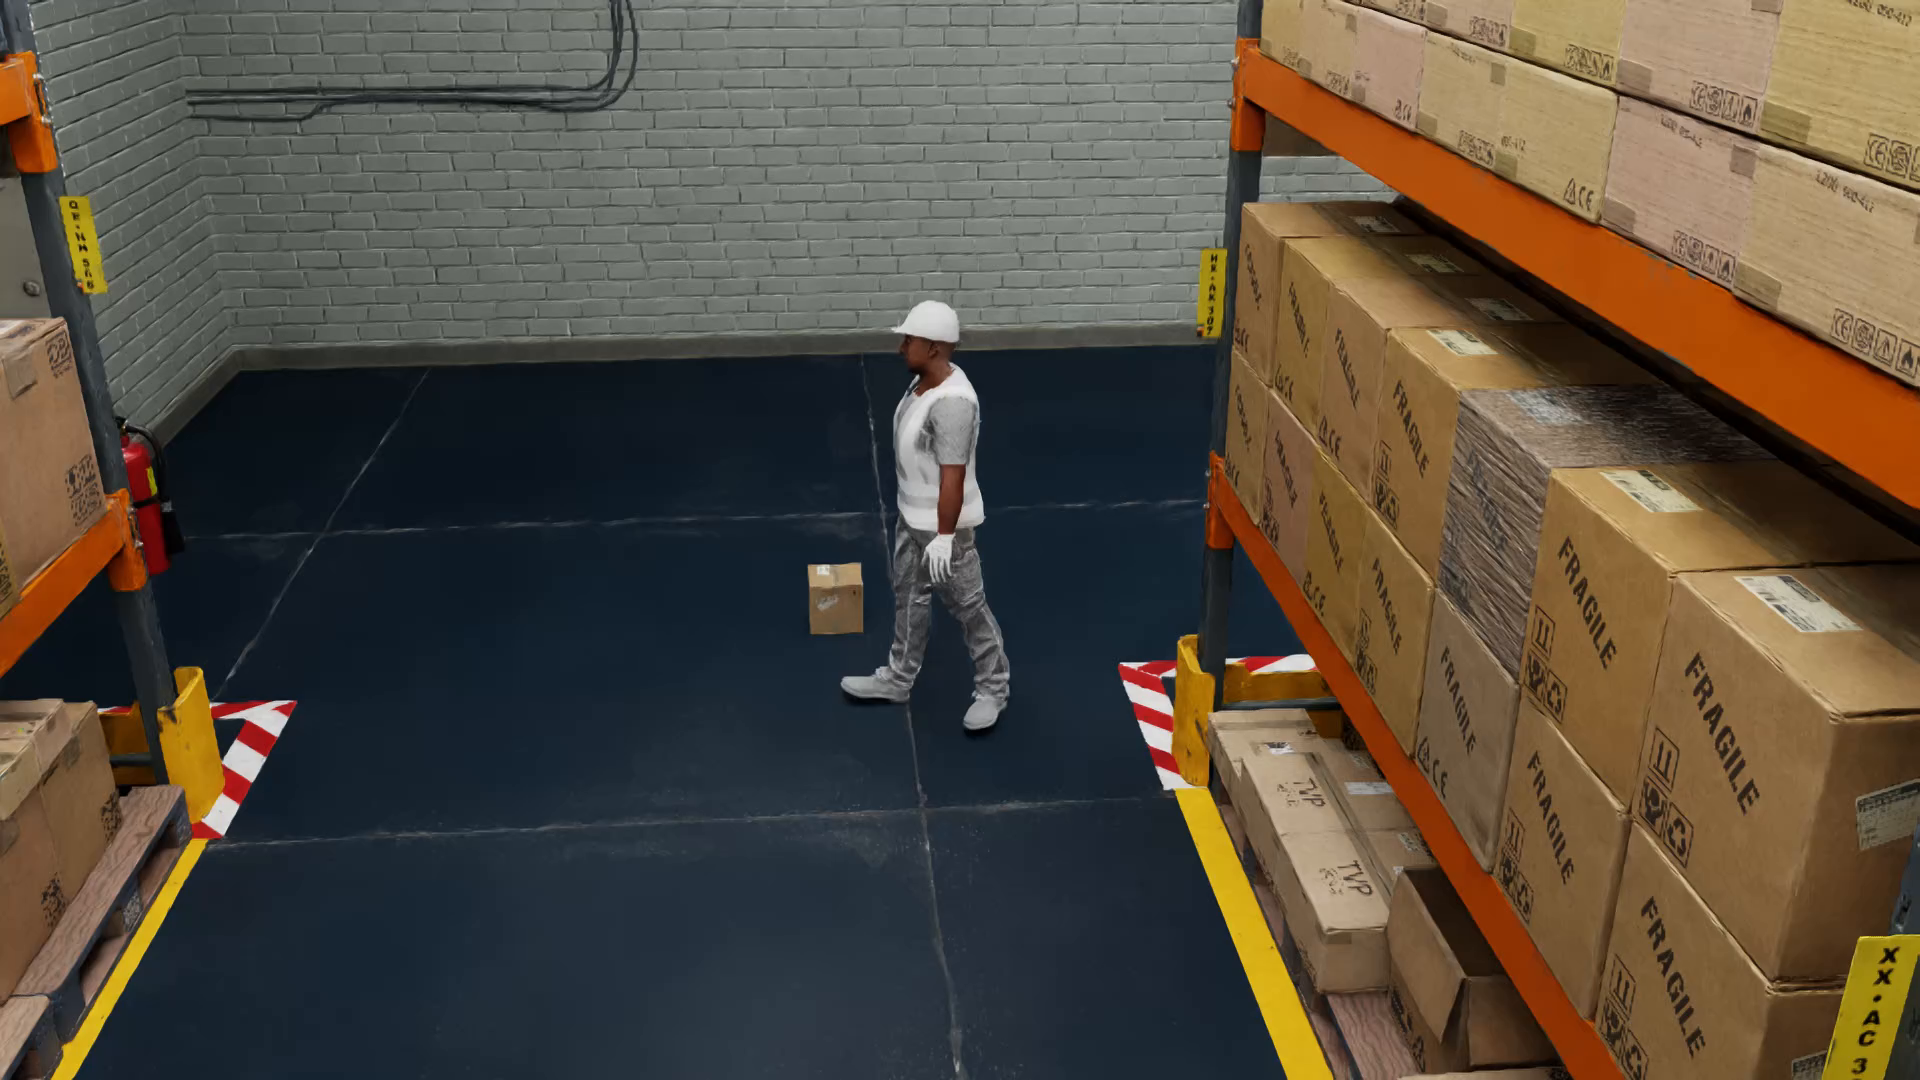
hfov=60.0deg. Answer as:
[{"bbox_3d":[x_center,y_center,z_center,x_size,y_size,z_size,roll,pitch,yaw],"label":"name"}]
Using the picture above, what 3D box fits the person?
[{"bbox_3d":[-0.159,-0.118,6.824,0.672,1.782,0.801,-6,24,-13],"label":"person"}]
